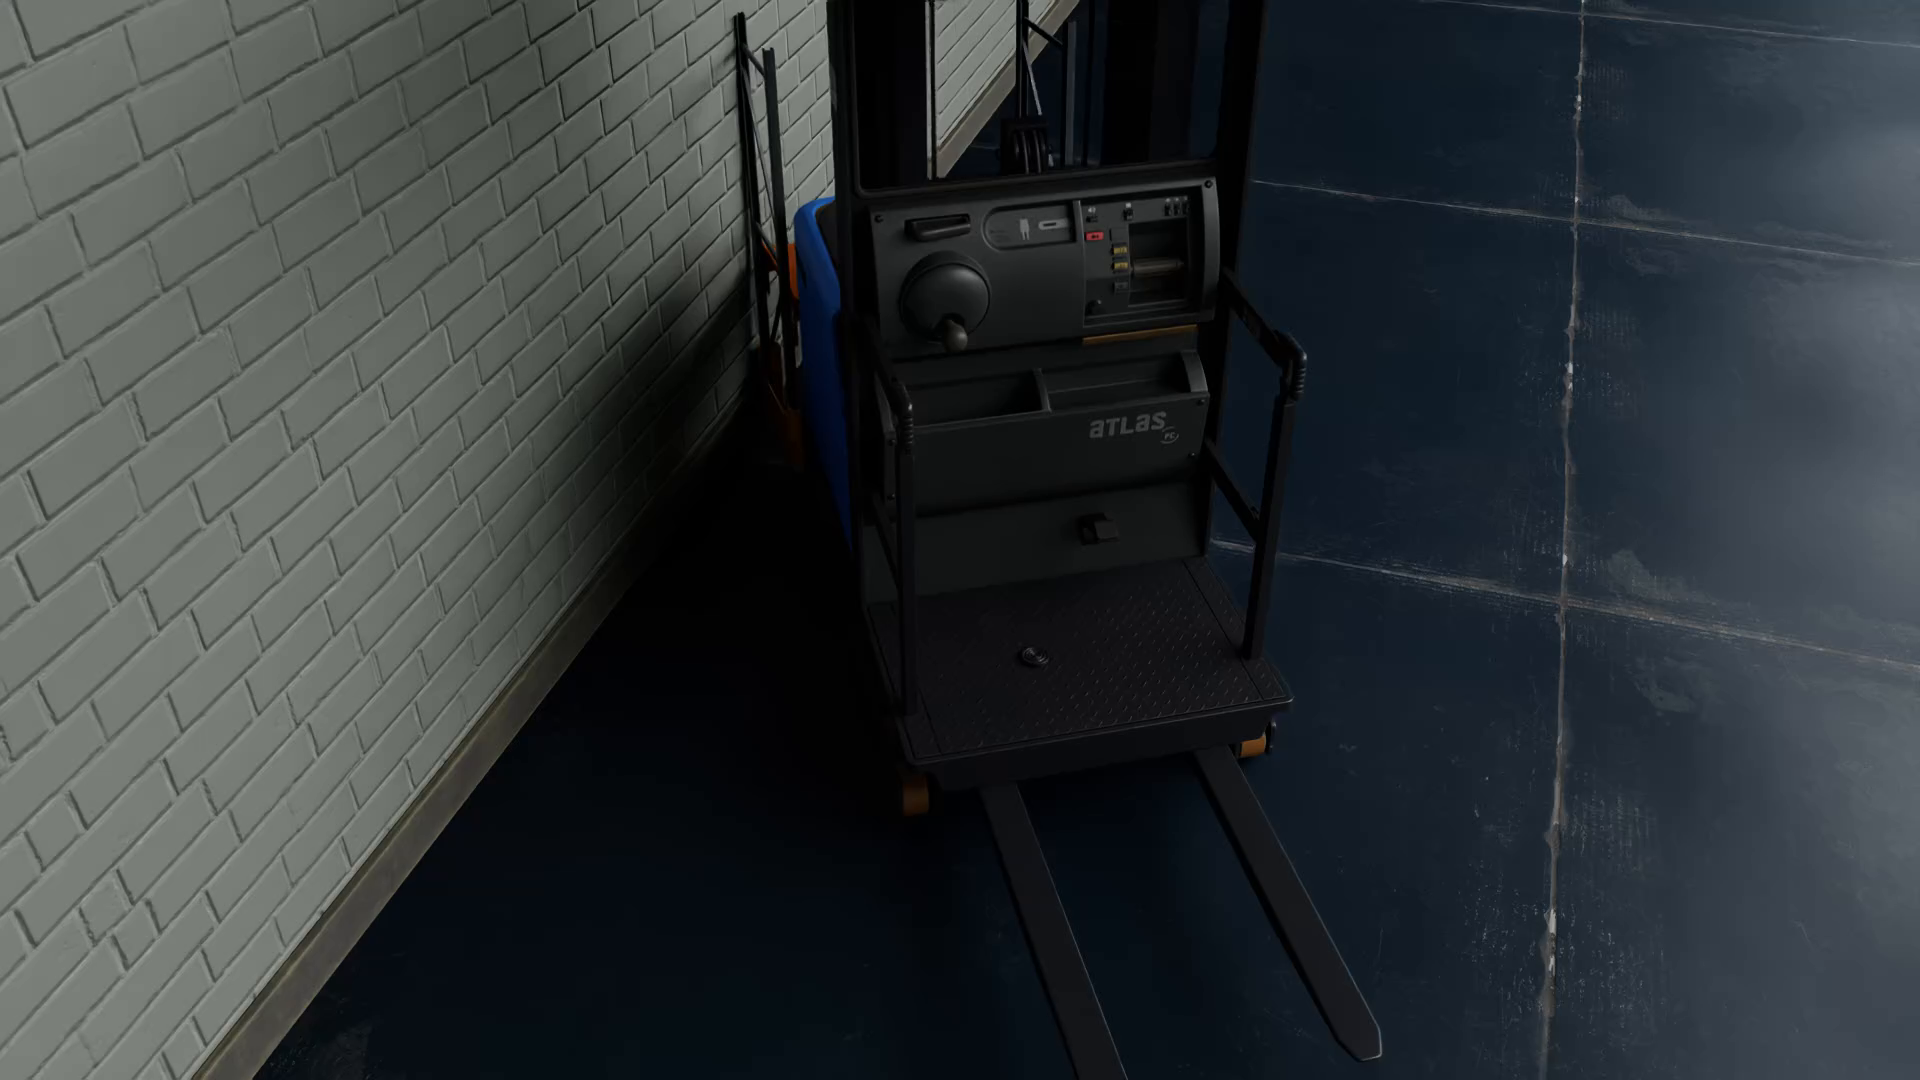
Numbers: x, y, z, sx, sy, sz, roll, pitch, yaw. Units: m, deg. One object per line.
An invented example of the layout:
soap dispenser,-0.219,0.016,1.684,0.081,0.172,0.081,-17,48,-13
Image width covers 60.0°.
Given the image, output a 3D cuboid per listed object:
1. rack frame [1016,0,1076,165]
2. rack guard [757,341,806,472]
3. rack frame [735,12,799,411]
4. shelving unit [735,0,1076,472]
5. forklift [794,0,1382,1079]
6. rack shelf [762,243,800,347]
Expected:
rack frame,0.299,-1.201,6.088,0.032,1.500,0.500,-10,33,-15
rack guard,-0.644,-0.501,6.163,0.087,0.250,0.587,-10,33,-15
rack frame,-0.668,-1.028,5.827,0.032,1.500,0.500,-10,33,-15
shelving unit,-0.176,-1.116,5.960,1.083,1.500,0.587,-10,33,-15
forklift,0.282,-0.653,4.165,1.130,2.935,3.031,-8,37,-11
rack shelf,-0.183,-0.962,6.053,1.000,0.185,0.538,-10,33,-15
